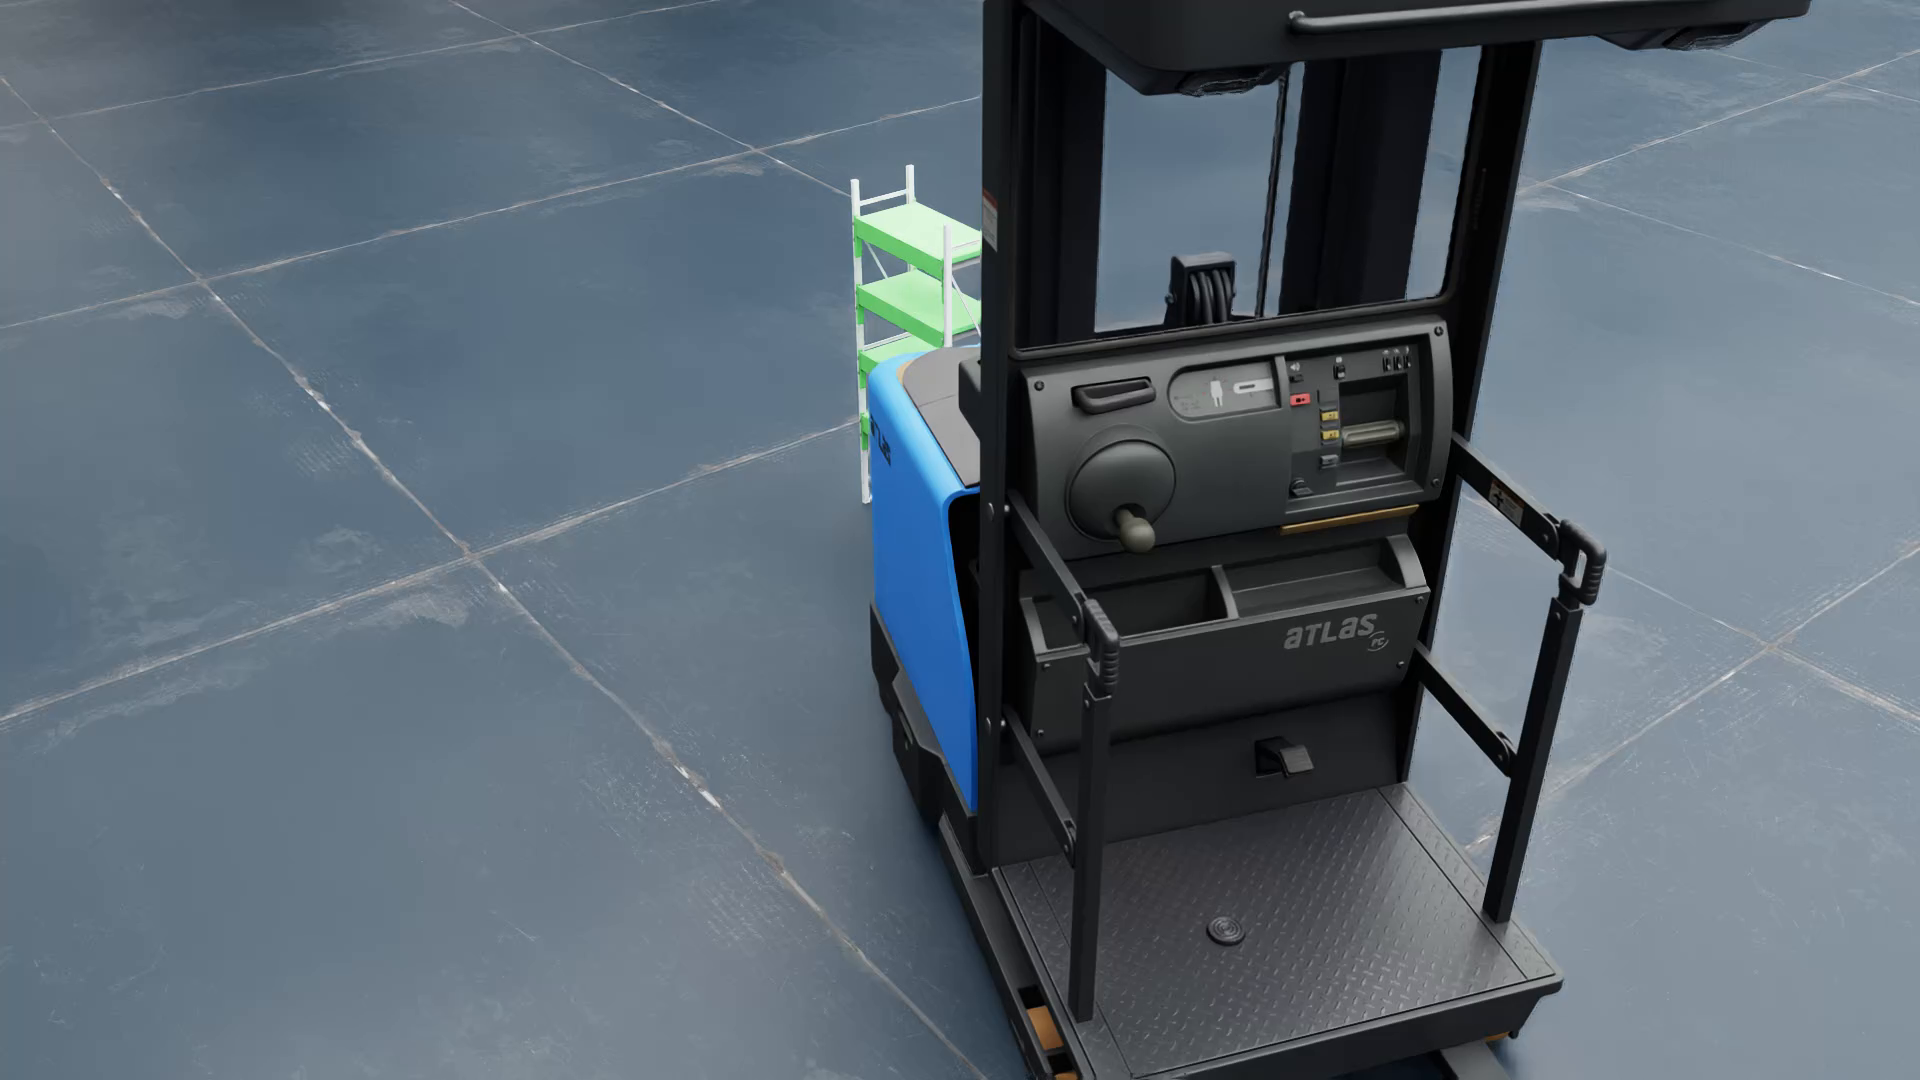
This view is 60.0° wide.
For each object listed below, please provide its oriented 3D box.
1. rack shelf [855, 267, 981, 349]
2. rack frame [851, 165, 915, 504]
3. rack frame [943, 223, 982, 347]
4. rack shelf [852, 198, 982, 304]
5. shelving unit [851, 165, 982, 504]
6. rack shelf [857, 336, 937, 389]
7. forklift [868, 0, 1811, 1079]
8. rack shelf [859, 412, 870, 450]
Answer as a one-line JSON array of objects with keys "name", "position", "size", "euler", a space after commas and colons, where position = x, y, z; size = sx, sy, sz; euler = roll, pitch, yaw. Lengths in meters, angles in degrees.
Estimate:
[{"name": "rack shelf", "position": [-0.102, -0.728, 5.452], "size": [0.258, 0.148, 0.480], "euler": [-22, 38, -31]}, {"name": "rack frame", "position": [-0.251, -0.680, 5.708], "size": [0.240, 1.200, 0.015], "euler": [-22, 38, -31]}, {"name": "rack frame", "position": [0.048, -0.477, 5.381], "size": [0.240, 1.200, 0.015], "euler": [-22, 38, -31]}, {"name": "rack shelf", "position": [-0.101, -0.932, 5.325], "size": [0.258, 0.148, 0.480], "euler": [-22, 38, -31]}, {"name": "shelving unit", "position": [-0.102, -0.579, 5.545], "size": [0.258, 1.200, 0.503], "euler": [-22, 38, -31]}, {"name": "rack shelf", "position": [-0.102, -0.524, 5.578], "size": [0.258, 0.148, 0.480], "euler": [-22, 38, -31]}, {"name": "forklift", "position": [0.647, -0.160, 3.230], "size": [1.130, 2.935, 3.031], "euler": [-9, 33, -14]}, {"name": "rack shelf", "position": [-0.102, -0.321, 5.705], "size": [0.258, 0.148, 0.480], "euler": [-22, 38, -31]}]
